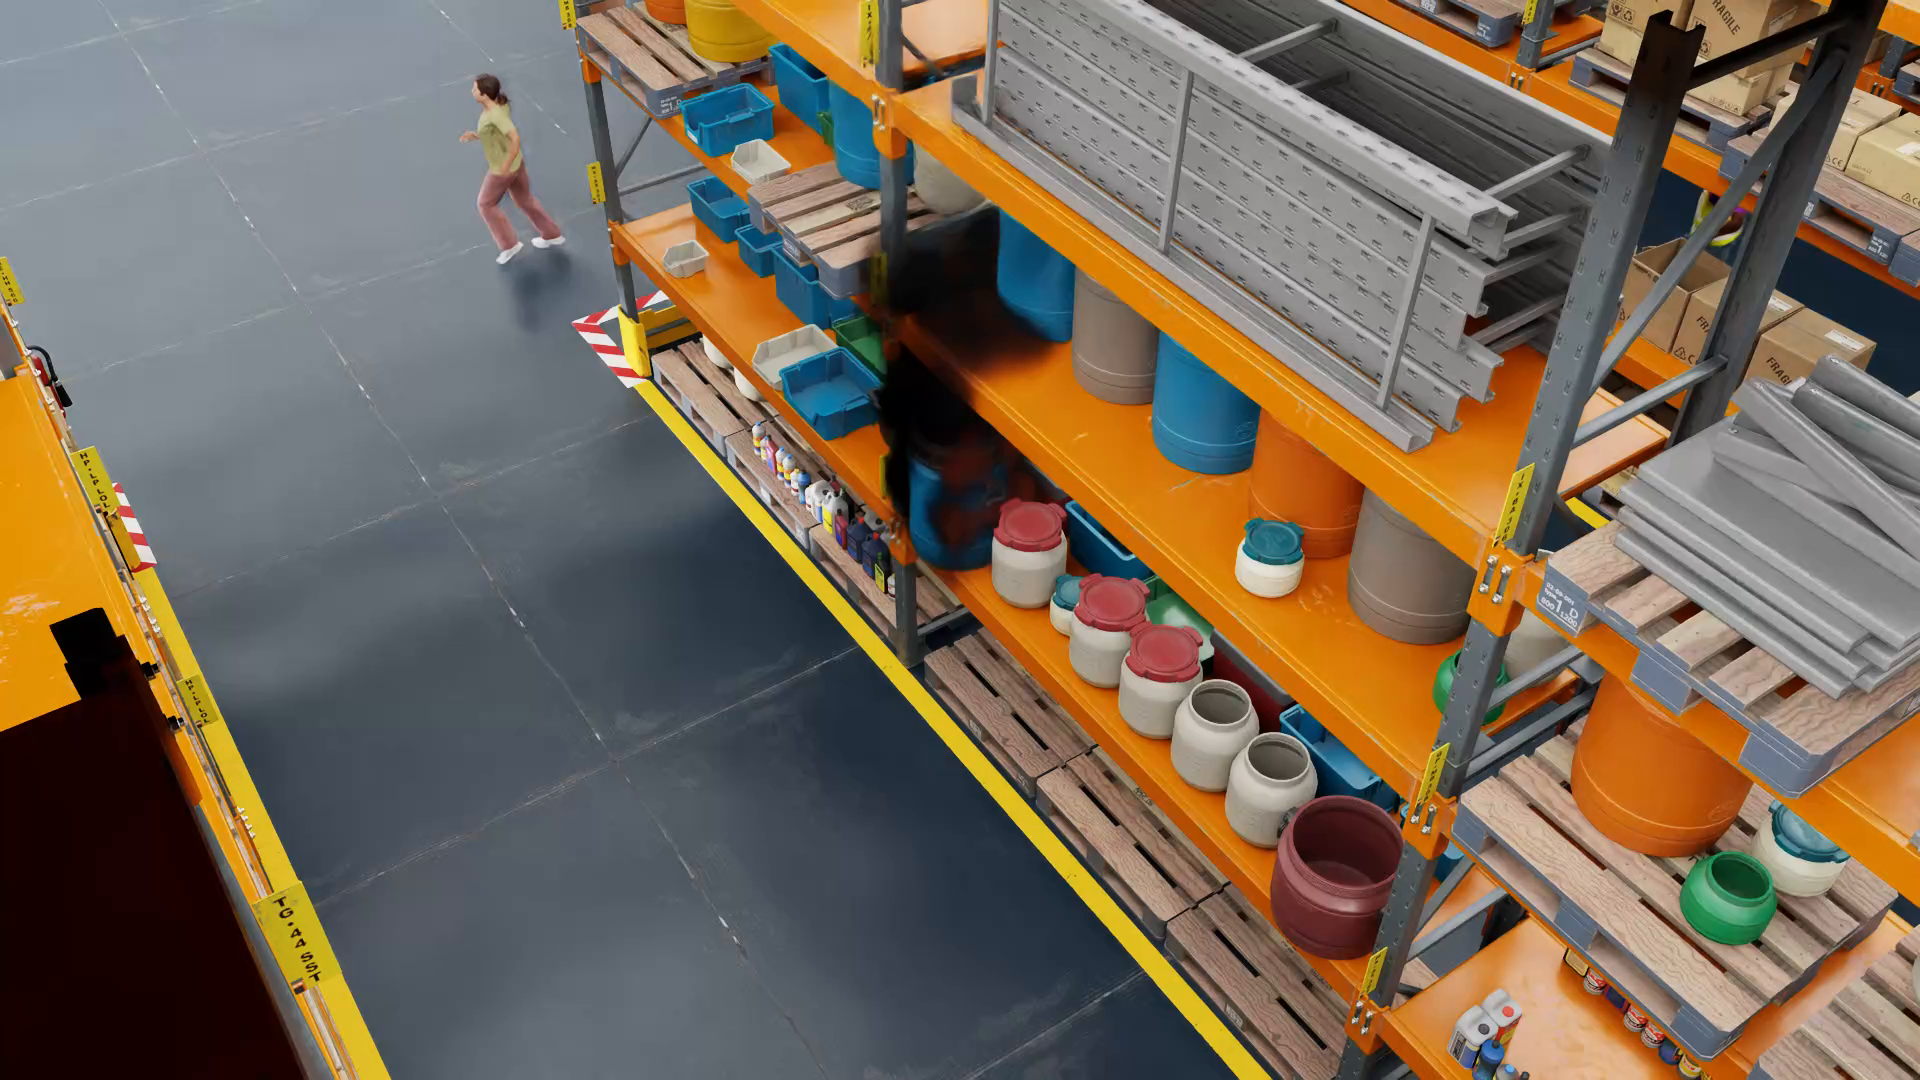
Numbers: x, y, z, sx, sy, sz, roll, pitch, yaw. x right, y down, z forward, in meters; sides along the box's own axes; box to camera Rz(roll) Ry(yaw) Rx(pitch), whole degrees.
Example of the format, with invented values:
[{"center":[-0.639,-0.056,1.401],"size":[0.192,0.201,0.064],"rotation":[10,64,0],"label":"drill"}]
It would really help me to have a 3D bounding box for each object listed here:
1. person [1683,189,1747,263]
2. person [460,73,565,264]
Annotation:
[{"center":[5.904,-2.369,13.023],"size":[0.677,1.823,0.738],"rotation":[-29,50,-28],"label":"person"},{"center":[-3.778,-3.084,13.897],"size":[0.719,1.725,0.591],"rotation":[0,43,0],"label":"person"}]
